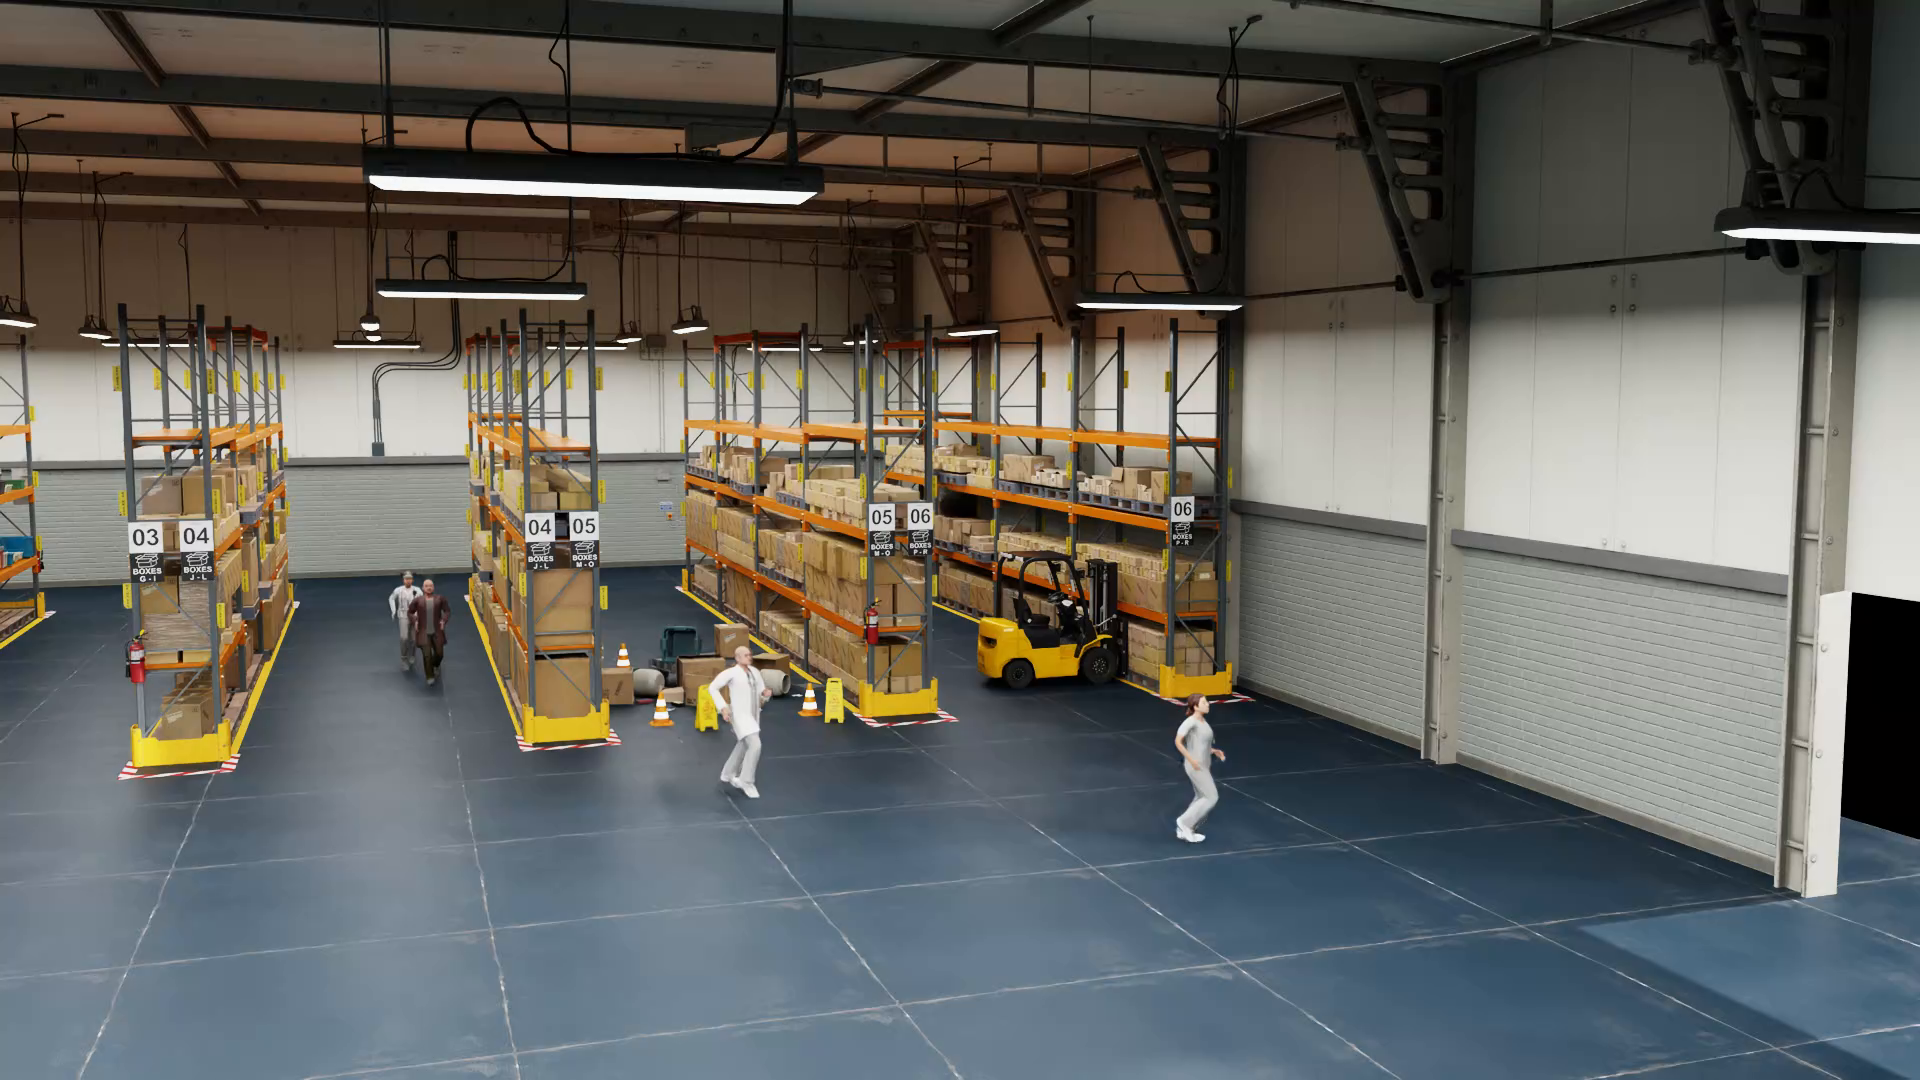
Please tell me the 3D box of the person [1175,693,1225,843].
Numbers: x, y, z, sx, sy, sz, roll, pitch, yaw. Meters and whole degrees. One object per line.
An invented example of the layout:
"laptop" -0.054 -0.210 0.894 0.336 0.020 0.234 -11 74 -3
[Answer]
"person" 2.611 2.475 18.045 0.514 1.643 0.545 3 6 26

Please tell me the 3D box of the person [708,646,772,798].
"person" -2.621 2.207 20.234 0.823 1.840 0.661 3 6 28

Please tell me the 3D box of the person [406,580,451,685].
"person" -8.819 1.520 27.641 0.708 1.725 0.669 -2 6 -22

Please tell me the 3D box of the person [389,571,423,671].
"person" -9.654 1.397 29.113 0.578 1.738 0.744 -2 6 -24
